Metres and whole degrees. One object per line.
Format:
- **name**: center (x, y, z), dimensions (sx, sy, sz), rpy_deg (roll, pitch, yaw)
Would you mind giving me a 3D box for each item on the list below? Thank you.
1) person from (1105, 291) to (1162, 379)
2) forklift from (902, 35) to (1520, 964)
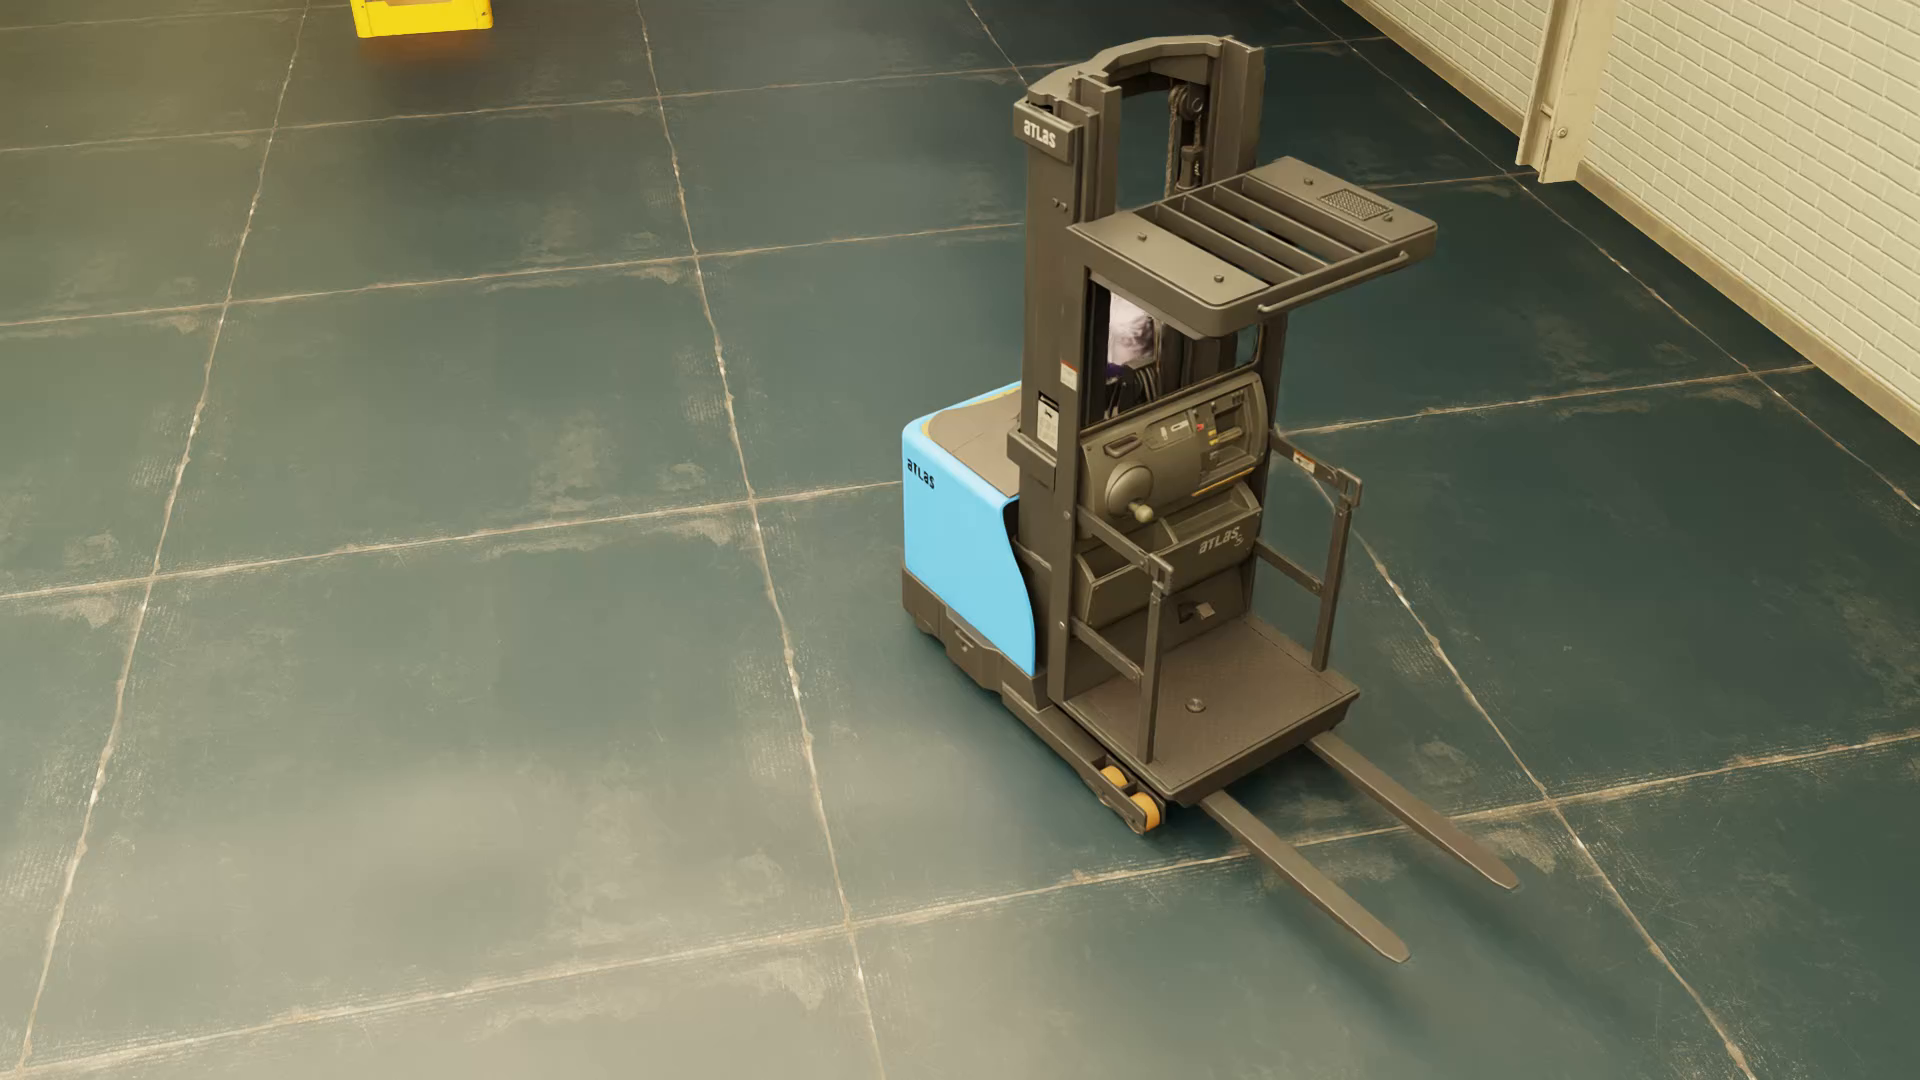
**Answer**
- **person**: center (0.868, -0.802, 8.315), dimensions (0.395, 1.624, 0.827), rpy_deg (-28, 44, -33)
- **forklift**: center (0.990, -0.303, 6.471), dimensions (1.130, 2.935, 3.031), rpy_deg (-23, 42, -28)
